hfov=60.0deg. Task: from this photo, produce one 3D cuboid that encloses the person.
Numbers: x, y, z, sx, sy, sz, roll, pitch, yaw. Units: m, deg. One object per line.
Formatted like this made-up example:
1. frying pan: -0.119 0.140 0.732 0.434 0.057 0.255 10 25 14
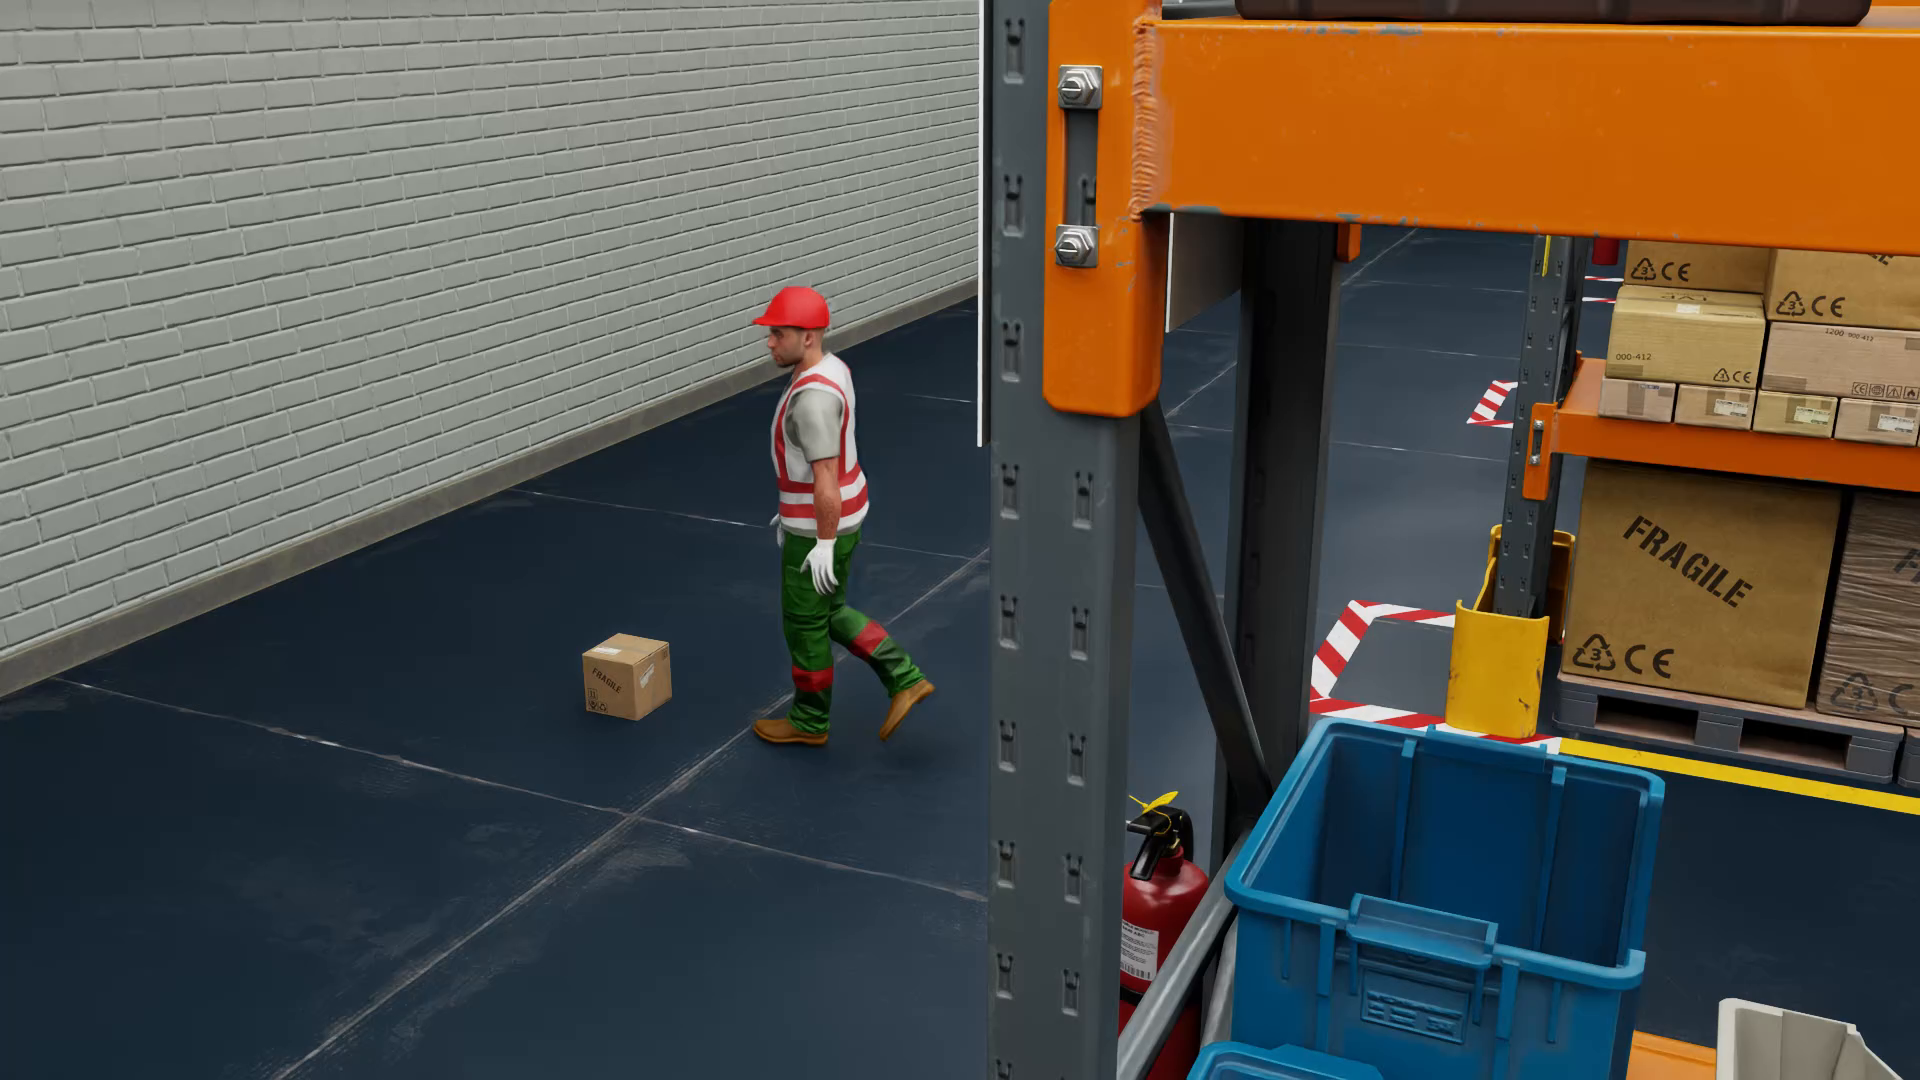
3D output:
1. person: -0.461 -0.043 6.144 0.716 1.784 0.561 3 19 8
